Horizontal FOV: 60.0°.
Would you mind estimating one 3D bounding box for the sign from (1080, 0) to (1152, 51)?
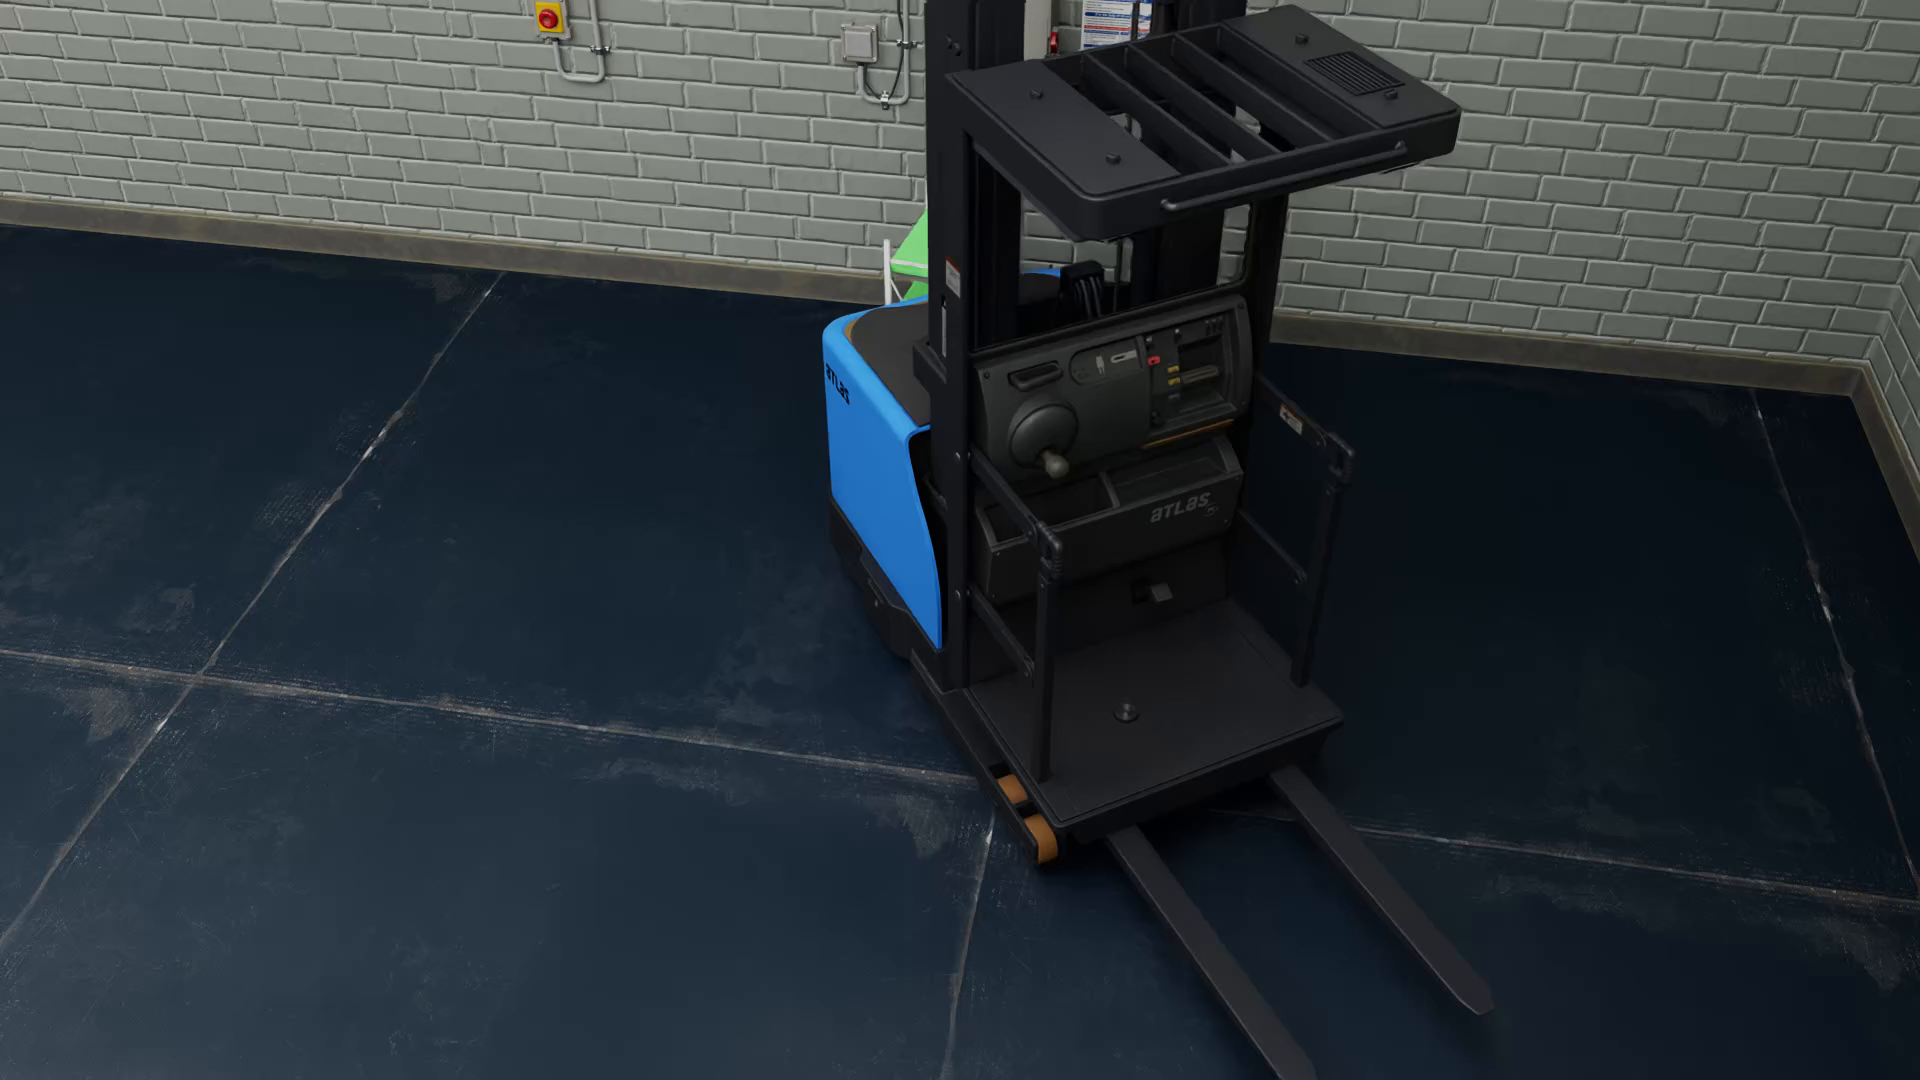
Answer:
[{"bbox_3d":[0.681,-2.164,7.088,0.329,0.494,0.001,6,40,8],"label":"sign"}]

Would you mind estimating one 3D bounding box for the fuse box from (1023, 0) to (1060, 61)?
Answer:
[{"bbox_3d":[0.159,-1.629,7.377,0.539,1.711,0.414,6,40,8],"label":"fuse box"}]

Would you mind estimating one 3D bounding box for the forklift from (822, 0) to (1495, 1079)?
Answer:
[{"bbox_3d":[0.580,-0.388,4.920,1.130,2.935,3.031,-17,43,-20],"label":"forklift"}]

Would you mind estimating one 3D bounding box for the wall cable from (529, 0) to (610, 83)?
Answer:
[{"bbox_3d":[-1.885,-2.852,7.024,0.585,1.953,0.123,6,40,8],"label":"wall cable"}]

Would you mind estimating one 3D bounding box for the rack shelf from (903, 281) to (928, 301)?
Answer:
[{"bbox_3d":[-0.094,-0.920,6.645,0.258,0.148,0.480,12,41,14],"label":"rack shelf"}]

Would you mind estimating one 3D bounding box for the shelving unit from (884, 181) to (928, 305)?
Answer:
[{"bbox_3d":[-0.094,-0.785,6.758,0.258,1.200,0.503,12,41,14],"label":"shelving unit"}]

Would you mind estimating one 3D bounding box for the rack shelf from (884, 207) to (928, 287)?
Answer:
[{"bbox_3d":[-0.094,-1.105,6.492,0.258,0.148,0.480,12,41,14],"label":"rack shelf"}]

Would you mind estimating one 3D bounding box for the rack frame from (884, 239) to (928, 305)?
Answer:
[{"bbox_3d":[-0.169,-0.637,6.579,0.240,1.200,0.015,12,41,14],"label":"rack frame"}]
